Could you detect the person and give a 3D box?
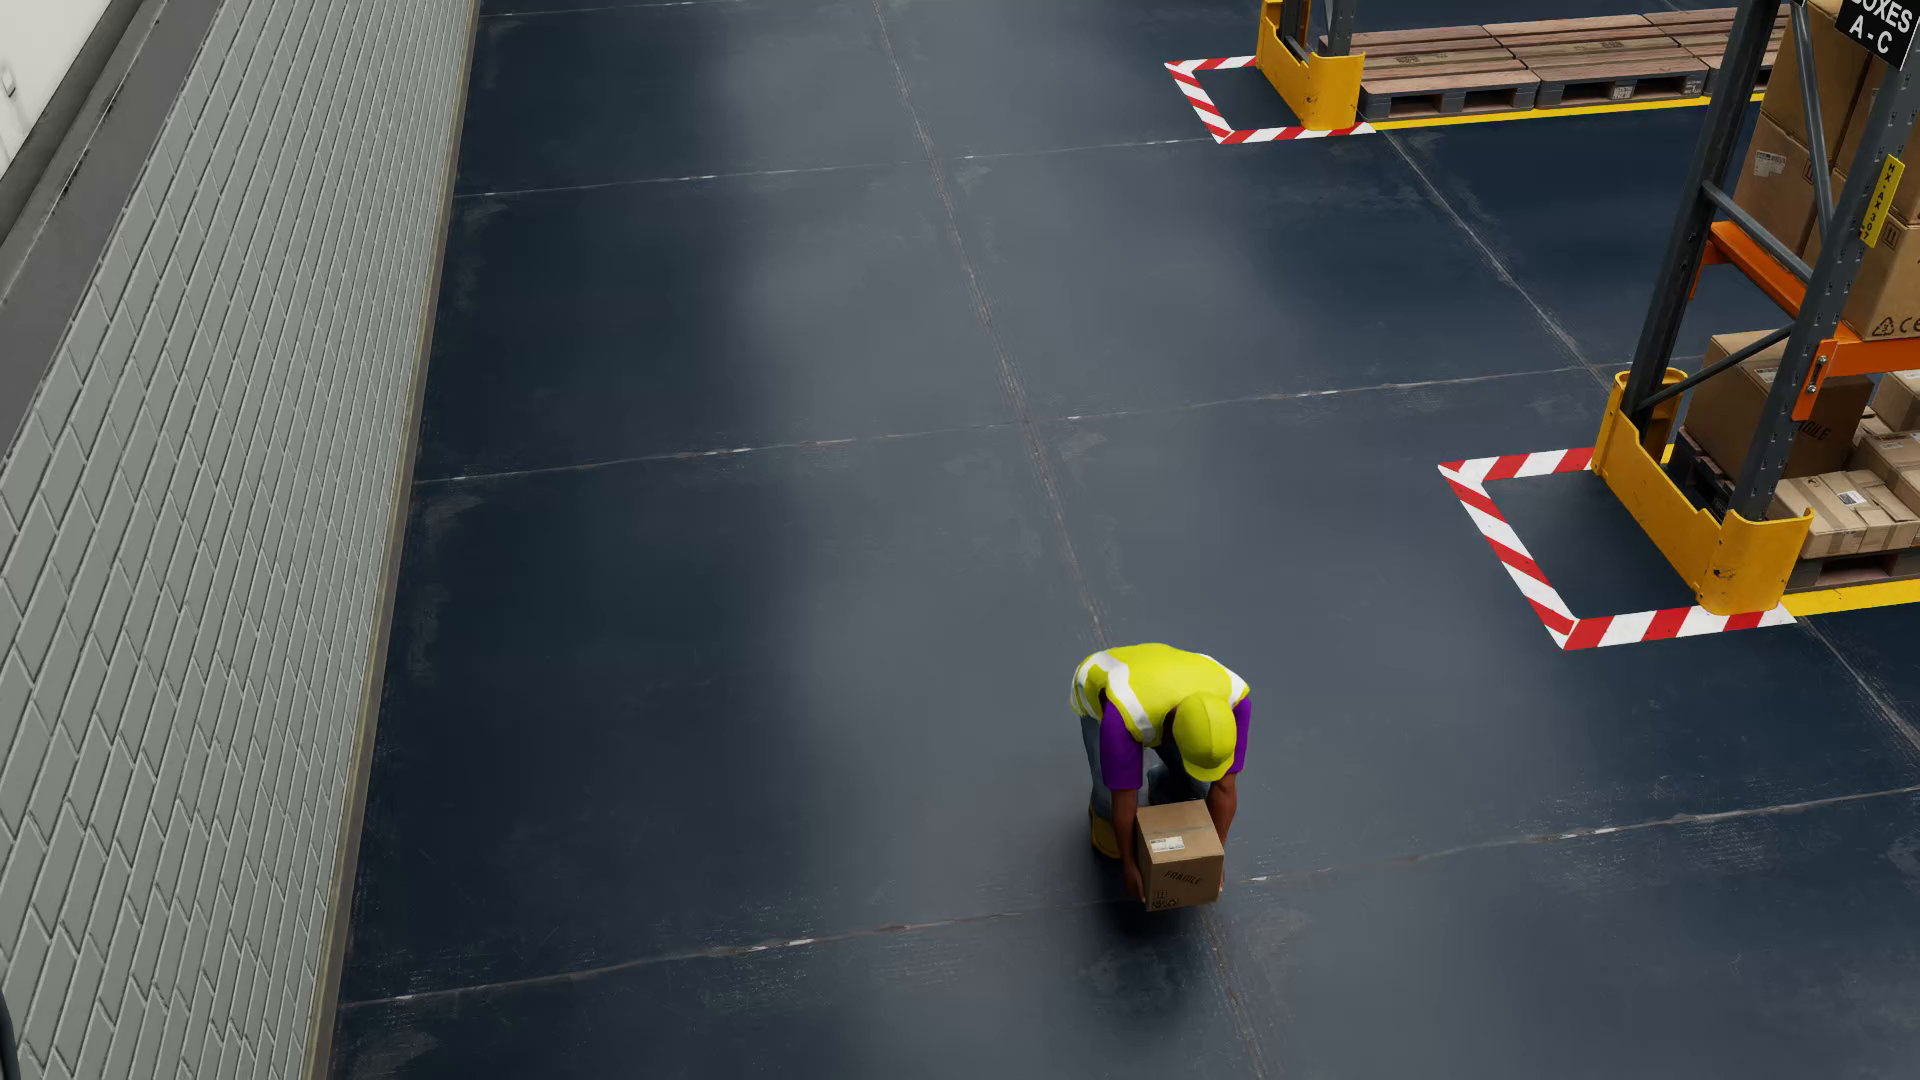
[{"bbox_3d":[0.712,0.729,5.830,0.541,1.011,0.903,-7,39,-9],"label":"person"}]
